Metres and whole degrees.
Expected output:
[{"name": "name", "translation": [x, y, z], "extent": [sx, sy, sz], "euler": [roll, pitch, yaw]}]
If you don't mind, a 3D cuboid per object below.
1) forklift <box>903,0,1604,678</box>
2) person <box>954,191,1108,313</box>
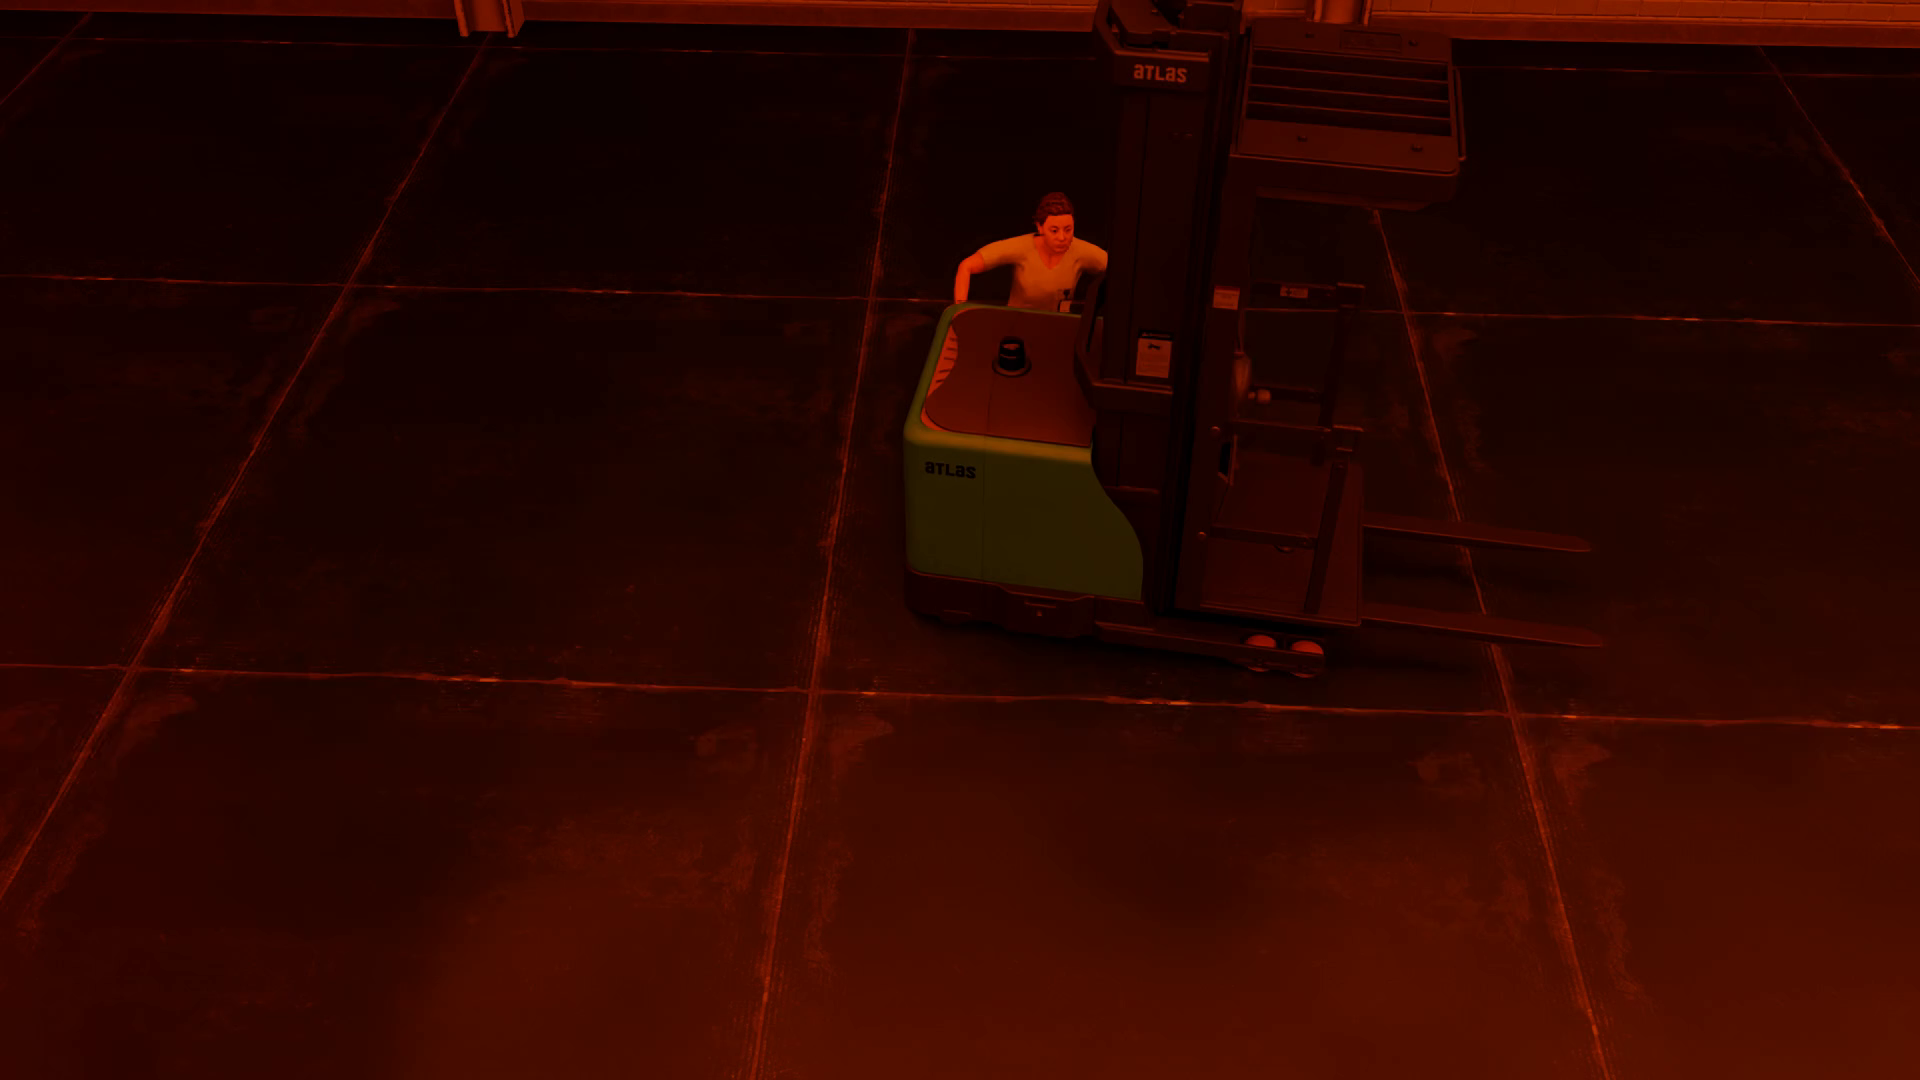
[{"name": "forklift", "translation": [1.317, -0.873, 6.698], "extent": [3.031, 2.935, 1.130], "euler": [7, 43, 8]}, {"name": "person", "translation": [0.408, -0.864, 7.773], "extent": [0.931, 1.403, 0.818], "euler": [-11, 43, -12]}]
